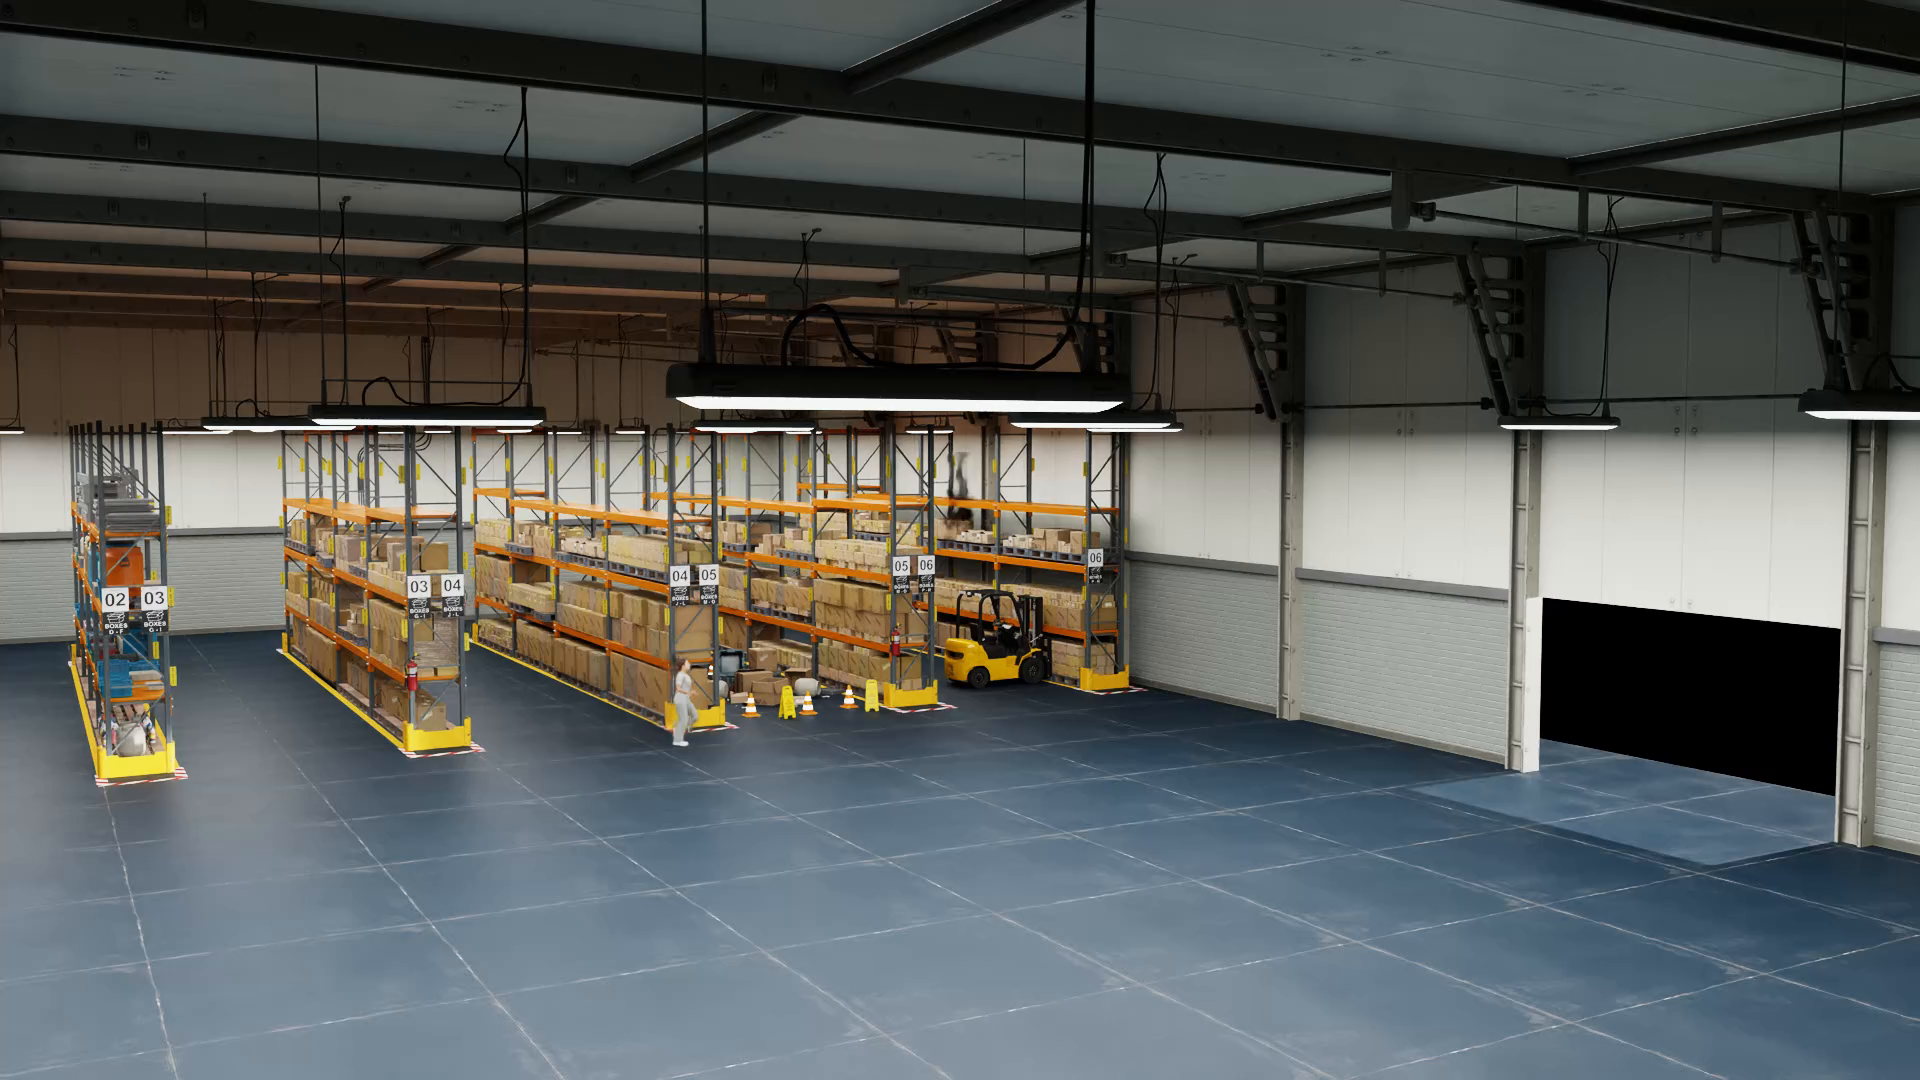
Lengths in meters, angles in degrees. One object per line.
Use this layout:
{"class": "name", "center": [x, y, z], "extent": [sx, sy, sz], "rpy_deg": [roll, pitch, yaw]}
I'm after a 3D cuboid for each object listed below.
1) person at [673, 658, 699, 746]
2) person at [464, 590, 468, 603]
{"class": "person", "center": [-5.087, 2.998, 30.809], "extent": [0.558, 1.639, 0.553], "rpy_deg": [1, 4, 9]}
{"class": "person", "center": [-14.329, 1.953, 47.123], "extent": [0.686, 1.770, 0.856], "rpy_deg": [1, 4, 18]}
